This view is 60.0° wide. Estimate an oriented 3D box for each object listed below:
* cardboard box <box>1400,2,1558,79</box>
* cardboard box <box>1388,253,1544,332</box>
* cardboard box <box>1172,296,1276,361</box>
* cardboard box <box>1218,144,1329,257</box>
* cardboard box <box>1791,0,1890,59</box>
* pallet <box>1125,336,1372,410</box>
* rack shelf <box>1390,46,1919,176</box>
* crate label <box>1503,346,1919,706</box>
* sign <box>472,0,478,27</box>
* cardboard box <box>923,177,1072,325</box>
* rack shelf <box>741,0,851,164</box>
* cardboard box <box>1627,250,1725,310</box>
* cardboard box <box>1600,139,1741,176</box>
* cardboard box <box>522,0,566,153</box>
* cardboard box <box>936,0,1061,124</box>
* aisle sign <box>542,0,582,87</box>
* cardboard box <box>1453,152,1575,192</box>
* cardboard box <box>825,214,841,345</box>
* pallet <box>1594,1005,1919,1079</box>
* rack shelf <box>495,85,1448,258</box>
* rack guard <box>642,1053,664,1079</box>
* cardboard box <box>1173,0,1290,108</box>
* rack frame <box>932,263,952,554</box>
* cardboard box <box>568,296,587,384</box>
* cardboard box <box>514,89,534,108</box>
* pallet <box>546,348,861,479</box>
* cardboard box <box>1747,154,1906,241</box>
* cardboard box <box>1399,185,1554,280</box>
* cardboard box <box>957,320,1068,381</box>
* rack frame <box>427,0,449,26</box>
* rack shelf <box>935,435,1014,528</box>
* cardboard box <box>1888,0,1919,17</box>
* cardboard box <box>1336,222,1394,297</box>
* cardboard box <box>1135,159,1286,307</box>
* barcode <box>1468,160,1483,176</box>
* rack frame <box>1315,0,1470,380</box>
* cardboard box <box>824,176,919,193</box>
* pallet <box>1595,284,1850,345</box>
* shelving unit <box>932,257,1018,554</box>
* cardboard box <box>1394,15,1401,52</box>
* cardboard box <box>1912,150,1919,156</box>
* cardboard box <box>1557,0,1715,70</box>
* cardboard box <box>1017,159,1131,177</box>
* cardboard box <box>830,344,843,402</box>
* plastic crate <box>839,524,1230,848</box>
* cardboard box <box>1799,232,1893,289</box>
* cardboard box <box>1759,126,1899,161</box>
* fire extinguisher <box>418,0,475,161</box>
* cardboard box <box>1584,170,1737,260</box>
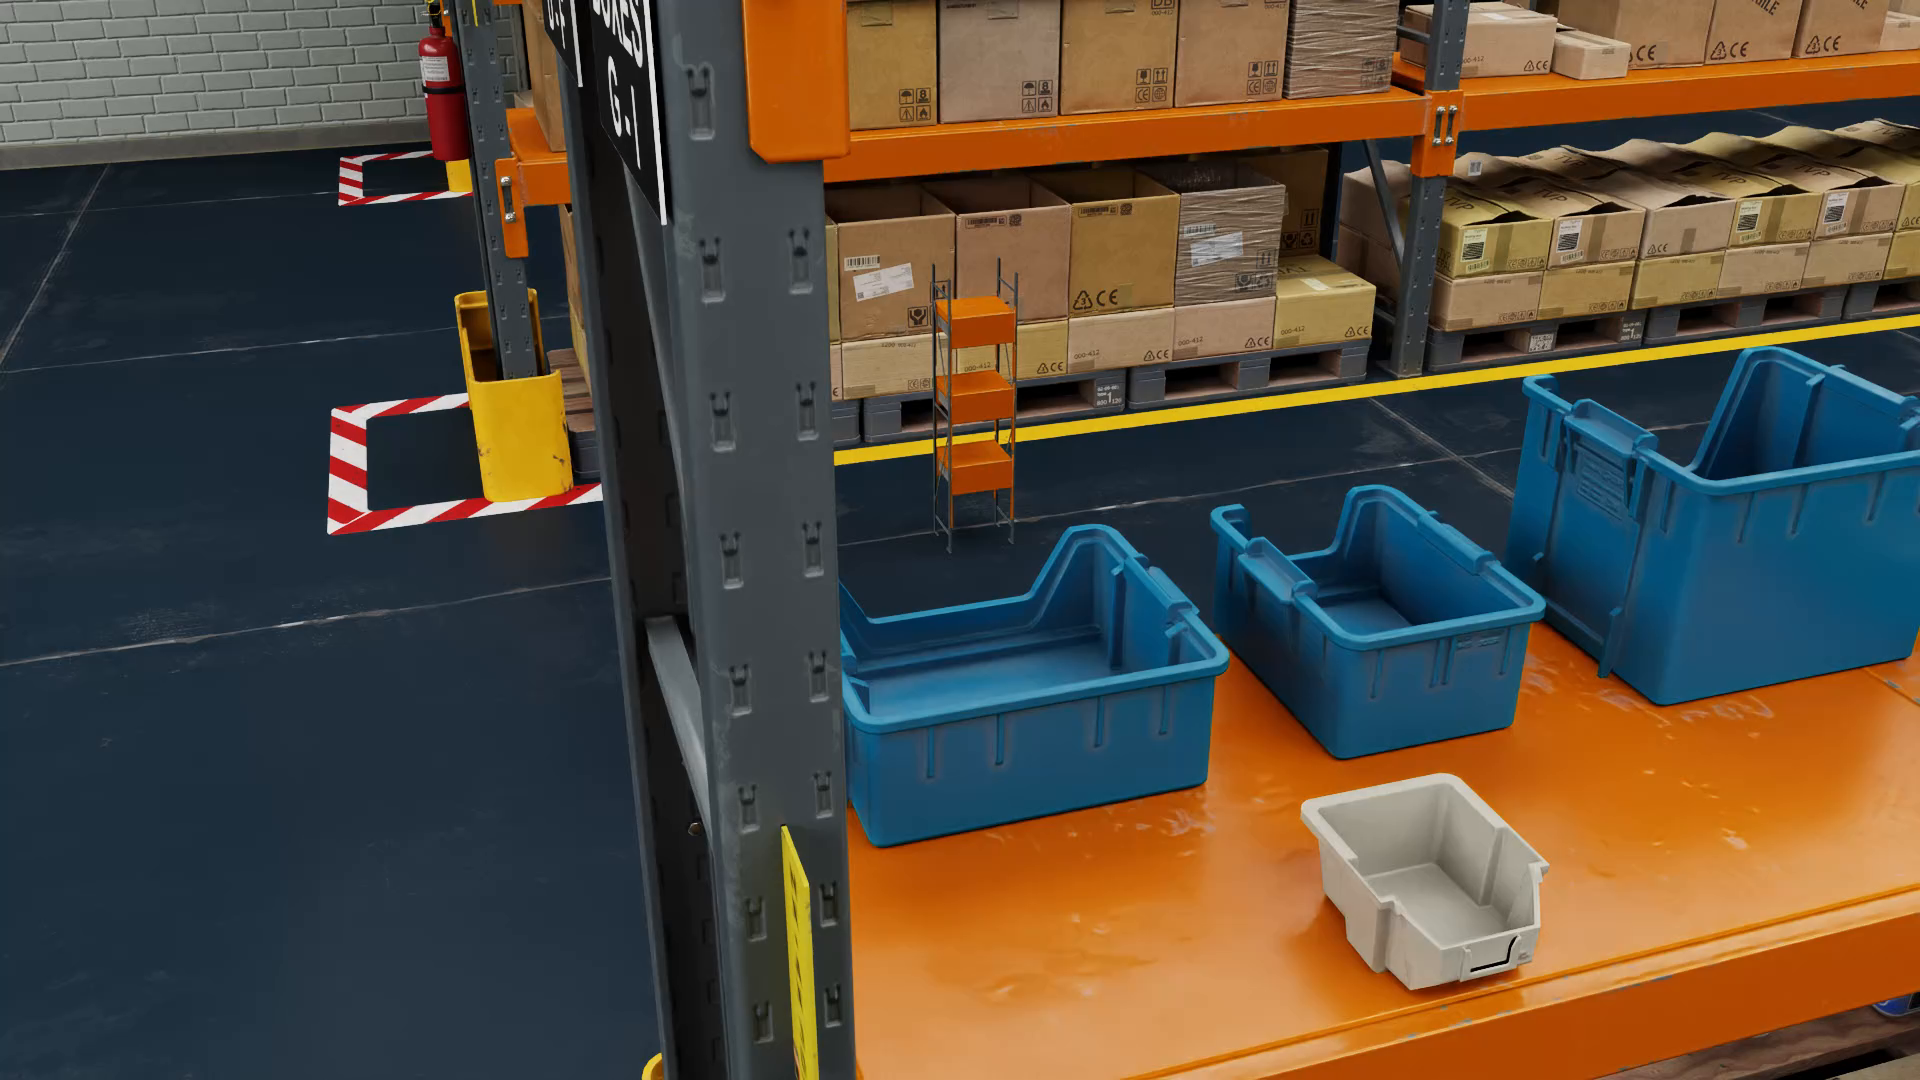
[{"bbox_3d":[2.403,-2.327,7.733,0.500,0.250,0.500,-7,27,-13],"label":"cardboard box"},{"bbox_3d":[2.409,-1.216,7.945,0.500,0.250,0.500,-9,28,-17],"label":"cardboard box"},{"bbox_3d":[1.097,-1.044,7.599,0.500,0.250,0.500,-8,28,-16],"label":"cardboard box"},{"bbox_3d":[1.410,-1.669,8.016,0.500,0.500,0.500,-8,28,-16],"label":"cardboard box"},{"bbox_3d":[4.161,-2.666,8.134,0.500,0.500,0.500,-10,28,-19],"label":"cardboard box"},{"bbox_3d":[1.179,-0.968,7.961,1.213,0.211,1.003,-8,28,-16],"label":"pallet"},{"bbox_3d":[3.850,-2.261,8.241,4.000,0.370,1.077,-8,28,-16],"label":"rack shelf"},{"bbox_3d":[1.342,-0.046,2.930,0.616,0.435,0.502,-8,28,-16],"label":"crate label"},{"bbox_3d":[-1.689,-1.945,5.732,0.005,0.325,0.100,-8,28,-16],"label":"sign"},{"bbox_3d":[0.151,-1.235,7.141,0.500,0.500,0.500,-8,28,-16],"label":"cardboard box"},{"bbox_3d":[1.577,-0.959,2.245,4.000,0.370,1.077,-8,28,-16],"label":"rack shelf"},{"bbox_3d":[3.387,-1.358,8.232,0.500,0.250,0.500,-9,28,-18],"label":"cardboard box"},{"bbox_3d":[3.692,-1.903,8.698,0.500,0.311,0.500,-9,28,-17],"label":"cardboard box"},{"bbox_3d":[-1.407,-1.861,6.513,0.500,0.500,0.700,-8,28,-16],"label":"cardboard box"},{"bbox_3d":[0.064,-2.075,6.945,0.500,0.500,0.700,-7,27,-15],"label":"cardboard box"},{"bbox_3d":[-0.485,-0.943,1.852,0.004,0.787,0.394,-8,28,-16],"label":"aisle sign"},{"bbox_3d":[2.737,-1.767,8.426,0.500,0.311,0.500,-7,27,-15],"label":"cardboard box"},{"bbox_3d":[-0.801,-1.099,6.868,0.500,0.500,0.500,-8,28,-16],"label":"cardboard box"},{"bbox_3d":[1.665,1.280,3.434,1.213,0.211,1.003,-8,28,-16],"label":"pallet"},{"bbox_3d":[0.047,-1.711,7.131,4.000,0.370,1.077,-8,28,-16],"label":"rack shelf"},{"bbox_3d":[-0.267,1.427,2.814,0.348,0.500,1.175,-8,28,-16],"label":"rack guard"},{"bbox_3d":[1.029,-2.214,7.224,0.500,0.500,0.700,-9,28,-17],"label":"cardboard box"},{"bbox_3d":[-0.065,-0.461,5.998,0.008,1.050,0.200,-8,28,-16],"label":"rack frame"},{"bbox_3d":[-1.437,-0.913,7.335,0.500,0.250,0.500,-8,28,-16],"label":"cardboard box"},{"bbox_3d":[-2.707,-2.901,11.250,0.500,0.311,0.500,-12,29,-22],"label":"cardboard box"},{"bbox_3d":[-1.141,-0.632,7.285,1.213,0.211,1.003,-8,28,-16],"label":"pallet"},{"bbox_3d":[4.357,-1.748,8.387,0.500,0.311,0.500,-8,28,-16],"label":"cardboard box"},{"bbox_3d":[2.418,-1.468,7.822,0.500,0.311,0.500,-8,28,-16],"label":"cardboard box"},{"bbox_3d":[0.151,-0.900,7.309,0.500,0.250,0.500,-8,28,-16],"label":"cardboard box"},{"bbox_3d":[-3.393,-3.851,10.635,0.127,3.000,1.000,-8,28,-16],"label":"rack frame"},{"bbox_3d":[0.051,-0.219,6.160,0.240,0.259,0.215,-8,28,-16],"label":"rack shelf"},{"bbox_3d":[4.841,-2.778,8.572,0.500,0.311,0.500,-9,28,-17],"label":"cardboard box"},{"bbox_3d":[2.253,-1.444,8.406,0.500,0.250,0.500,-9,28,-17],"label":"cardboard box"},{"bbox_3d":[1.096,-1.380,7.434,0.500,0.500,0.500,-8,28,-16],"label":"cardboard box"},{"bbox_3d":[2.320,-1.675,7.487,0.075,0.075,0.001,-8,28,-16],"label":"barcode"},{"bbox_3d":[1.948,-2.308,7.526,0.127,3.000,1.000,-8,28,-16],"label":"rack frame"},{"bbox_3d":[-0.491,-1.393,7.460,0.500,0.500,0.500,-8,28,-16],"label":"cardboard box"},{"bbox_3d":[3.799,-1.347,8.726,1.213,0.211,1.003,-8,28,-16],"label":"pallet"},{"bbox_3d":[0.051,-0.478,6.031,0.252,1.050,0.215,-8,28,-16],"label":"shelving unit"},{"bbox_3d":[3.020,-3.888,13.024,0.500,0.500,0.700,-8,28,-16],"label":"cardboard box"},{"bbox_3d":[5.330,-1.891,8.674,0.500,0.311,0.500,-8,27,-15],"label":"cardboard box"},{"bbox_3d":[3.185,-2.524,7.849,0.500,0.500,0.500,-6,27,-12],"label":"cardboard box"},{"bbox_3d":[0.460,-1.531,7.738,0.500,0.500,0.500,-8,28,-16],"label":"cardboard box"},{"bbox_3d":[-0.802,-0.764,7.036,0.500,0.250,0.500,-8,28,-16],"label":"cardboard box"},{"bbox_3d":[0.059,0.209,2.624,0.616,0.251,0.499,-8,28,-16],"label":"plastic crate"},{"bbox_3d":[4.359,-1.500,8.517,0.500,0.250,0.500,-8,27,-15],"label":"cardboard box"},{"bbox_3d":[4.666,-2.043,8.981,0.500,0.311,0.500,-9,28,-17],"label":"cardboard box"},{"bbox_3d":[-2.111,-1.903,6.797,0.183,0.674,0.296,-8,28,-16],"label":"fire extinguisher"},{"bbox_3d":[3.388,-1.606,8.101,0.500,0.311,0.500,-9,28,-18],"label":"cardboard box"}]
